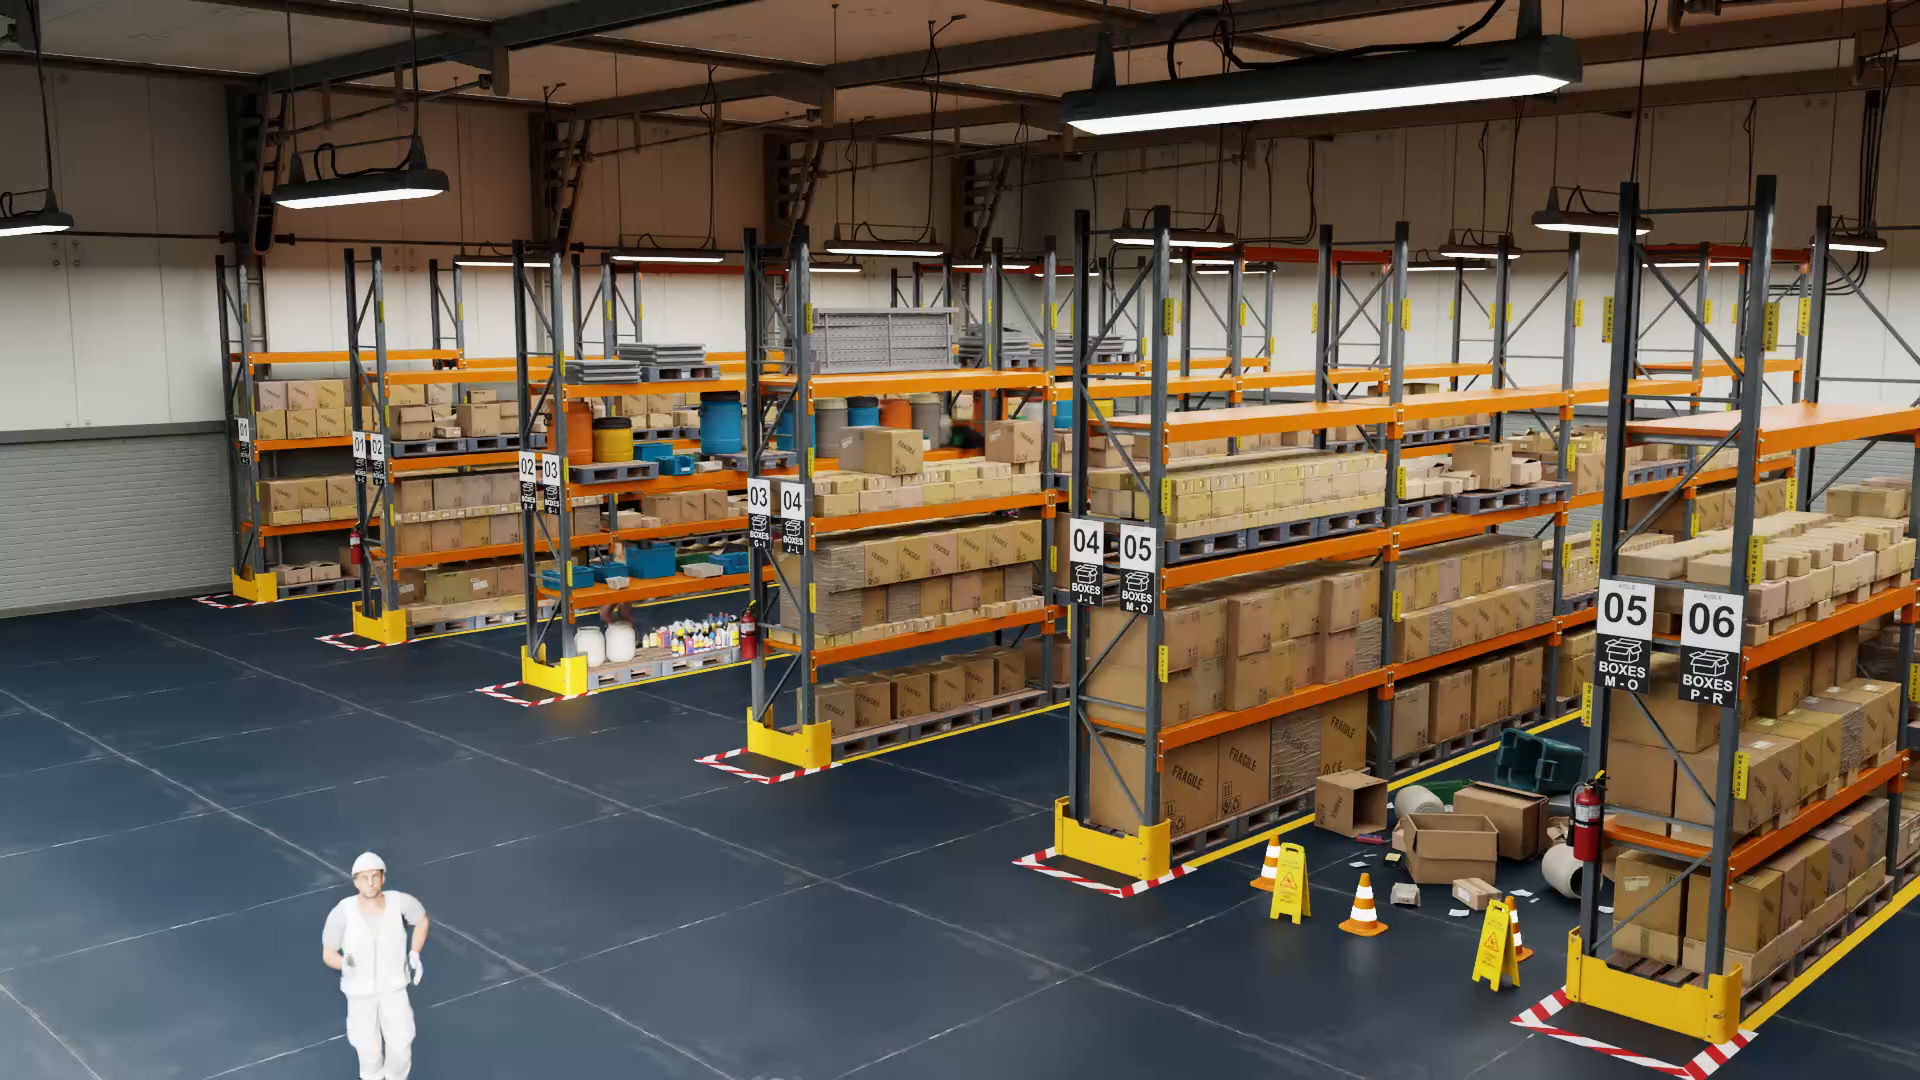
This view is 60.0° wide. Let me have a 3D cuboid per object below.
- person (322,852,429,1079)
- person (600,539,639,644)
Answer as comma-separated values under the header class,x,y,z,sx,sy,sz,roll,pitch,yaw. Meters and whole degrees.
class,x,y,z,sx,sy,sz,roll,pitch,yaw
person,-3.618,2.835,10.358,0.634,1.786,0.645,-3,9,-19
person,-5.106,0.808,24.953,0.554,1.642,0.645,6,10,35
